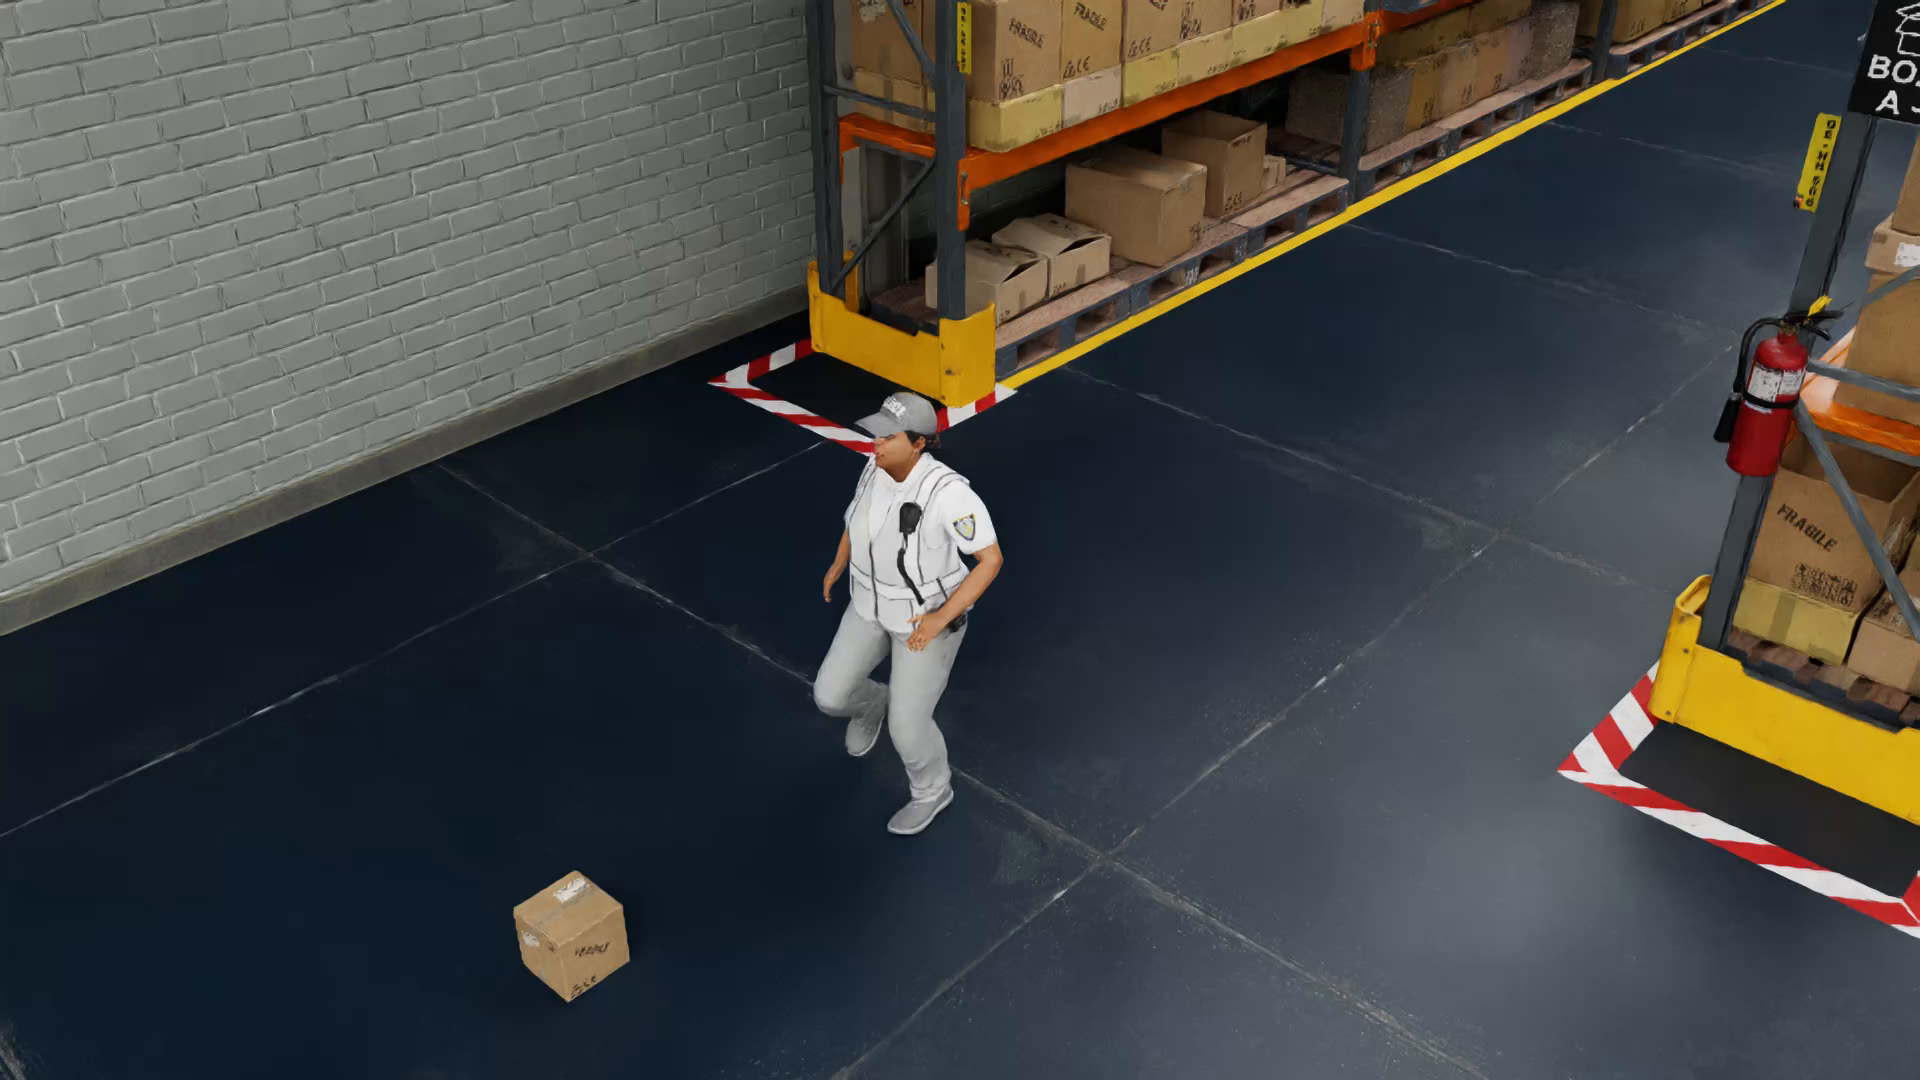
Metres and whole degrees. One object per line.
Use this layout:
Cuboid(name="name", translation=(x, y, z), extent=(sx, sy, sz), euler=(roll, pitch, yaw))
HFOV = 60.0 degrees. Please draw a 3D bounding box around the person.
Cuboid(name="person", translation=(-0.205, 0.261, 5.745), extent=(0.708, 1.636, 0.477), euler=(22, 38, 32))
